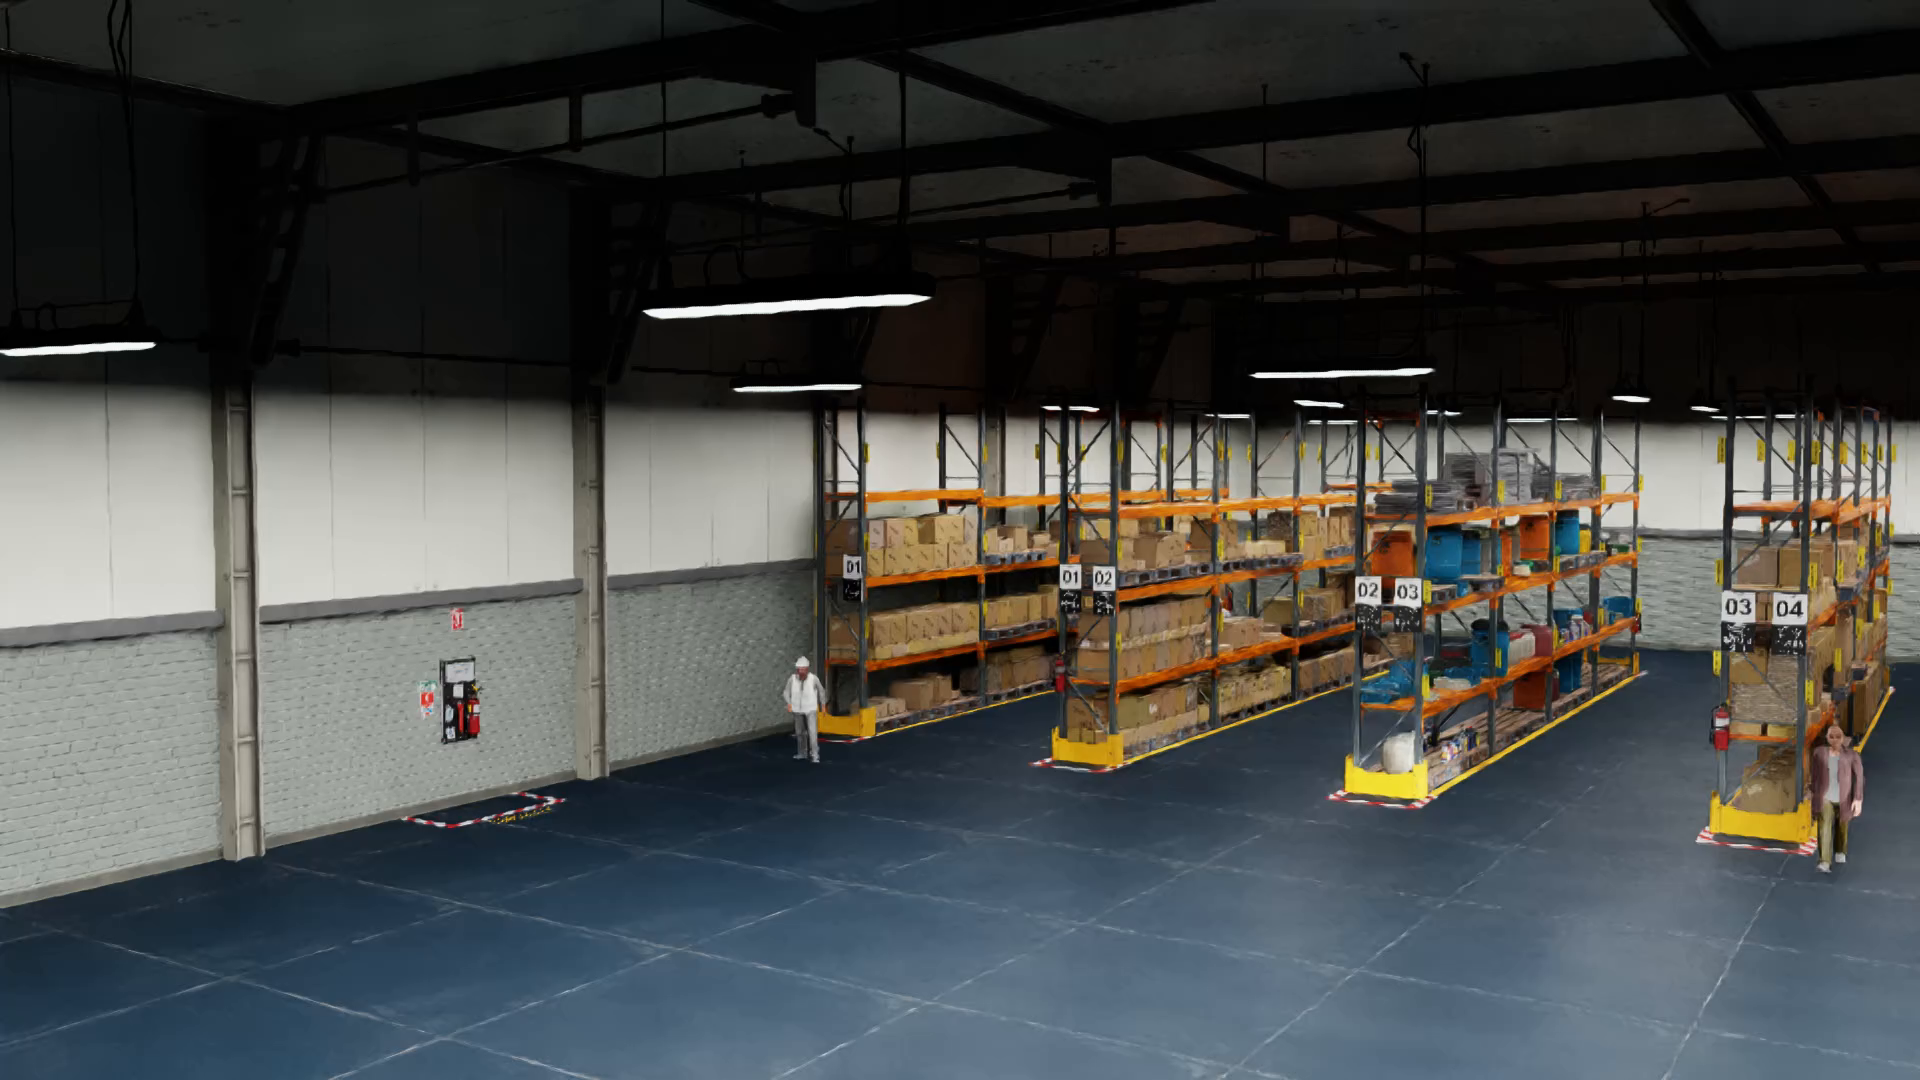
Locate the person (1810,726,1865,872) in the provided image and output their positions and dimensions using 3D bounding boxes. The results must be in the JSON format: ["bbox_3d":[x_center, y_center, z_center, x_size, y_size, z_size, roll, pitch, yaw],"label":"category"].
[{"bbox_3d":[10.508,3.087,19.945,0.600,1.725,1.111,2,3,31],"label":"person"}]

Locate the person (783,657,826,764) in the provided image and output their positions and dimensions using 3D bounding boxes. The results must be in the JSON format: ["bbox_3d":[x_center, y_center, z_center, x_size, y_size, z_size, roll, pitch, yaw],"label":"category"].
[{"bbox_3d":[-2.472,2.728,26.840,0.625,1.717,0.780,1,3,12],"label":"person"}]

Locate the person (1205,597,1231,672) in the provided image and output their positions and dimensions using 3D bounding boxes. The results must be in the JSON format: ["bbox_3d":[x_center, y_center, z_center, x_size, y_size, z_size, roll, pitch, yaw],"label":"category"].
[{"bbox_3d":[5.905,2.152,37.770,0.567,1.736,1.044,2,4,32],"label":"person"}]
